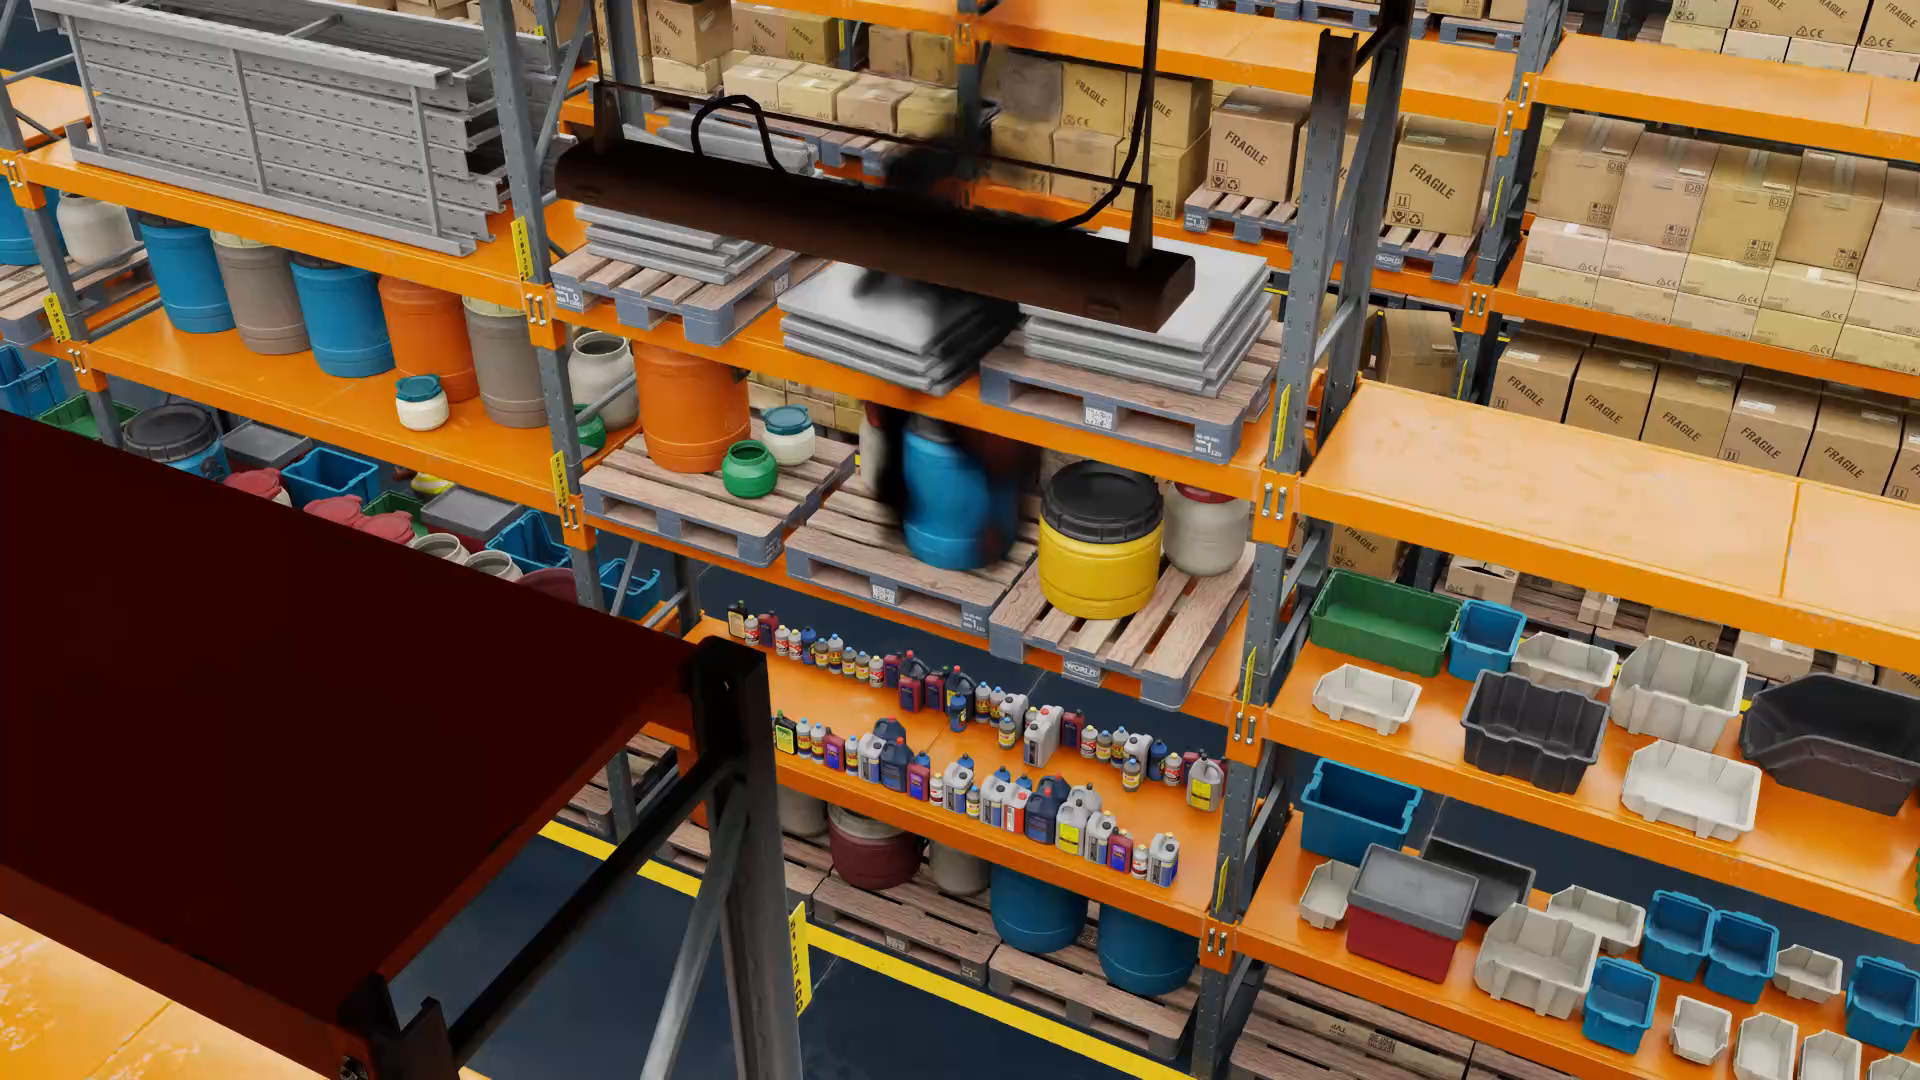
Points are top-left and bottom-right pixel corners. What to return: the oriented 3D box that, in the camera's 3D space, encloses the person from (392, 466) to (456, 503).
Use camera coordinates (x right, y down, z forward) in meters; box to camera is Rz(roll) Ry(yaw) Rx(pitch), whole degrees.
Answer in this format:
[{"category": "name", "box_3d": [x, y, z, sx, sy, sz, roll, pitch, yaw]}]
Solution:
[{"category": "person", "box_3d": [-4.056, -0.455, 13.031, 0.662, 1.741, 0.698, 17, 38, 22]}]
